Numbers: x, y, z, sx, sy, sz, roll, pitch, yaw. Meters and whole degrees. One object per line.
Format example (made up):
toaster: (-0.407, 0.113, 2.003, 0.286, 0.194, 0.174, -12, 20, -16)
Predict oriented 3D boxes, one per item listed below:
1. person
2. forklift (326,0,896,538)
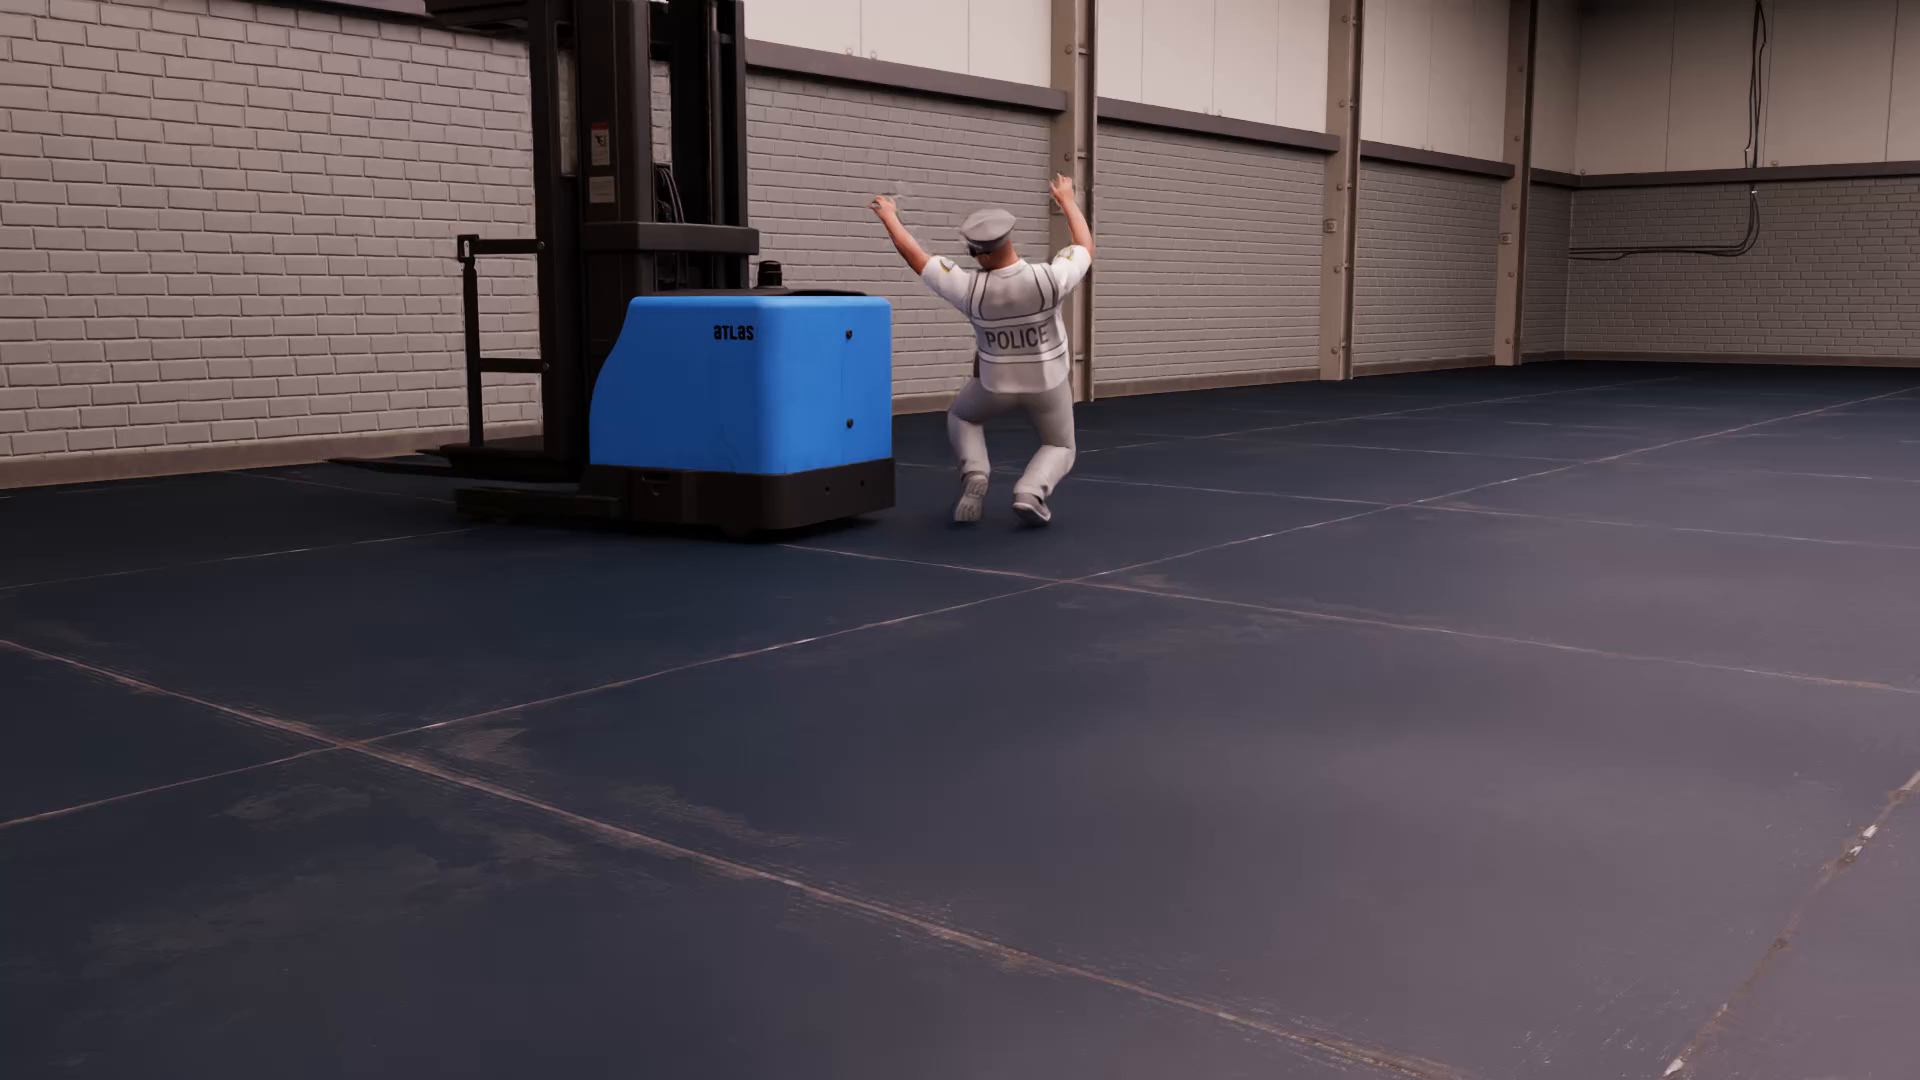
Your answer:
person: (0.096, -0.872, 7.808, 1.048, 1.684, 0.845, 1, 8, 9)
forklift: (-1.853, -1.589, 8.141, 3.031, 2.935, 1.130, 5, 9, 28)
